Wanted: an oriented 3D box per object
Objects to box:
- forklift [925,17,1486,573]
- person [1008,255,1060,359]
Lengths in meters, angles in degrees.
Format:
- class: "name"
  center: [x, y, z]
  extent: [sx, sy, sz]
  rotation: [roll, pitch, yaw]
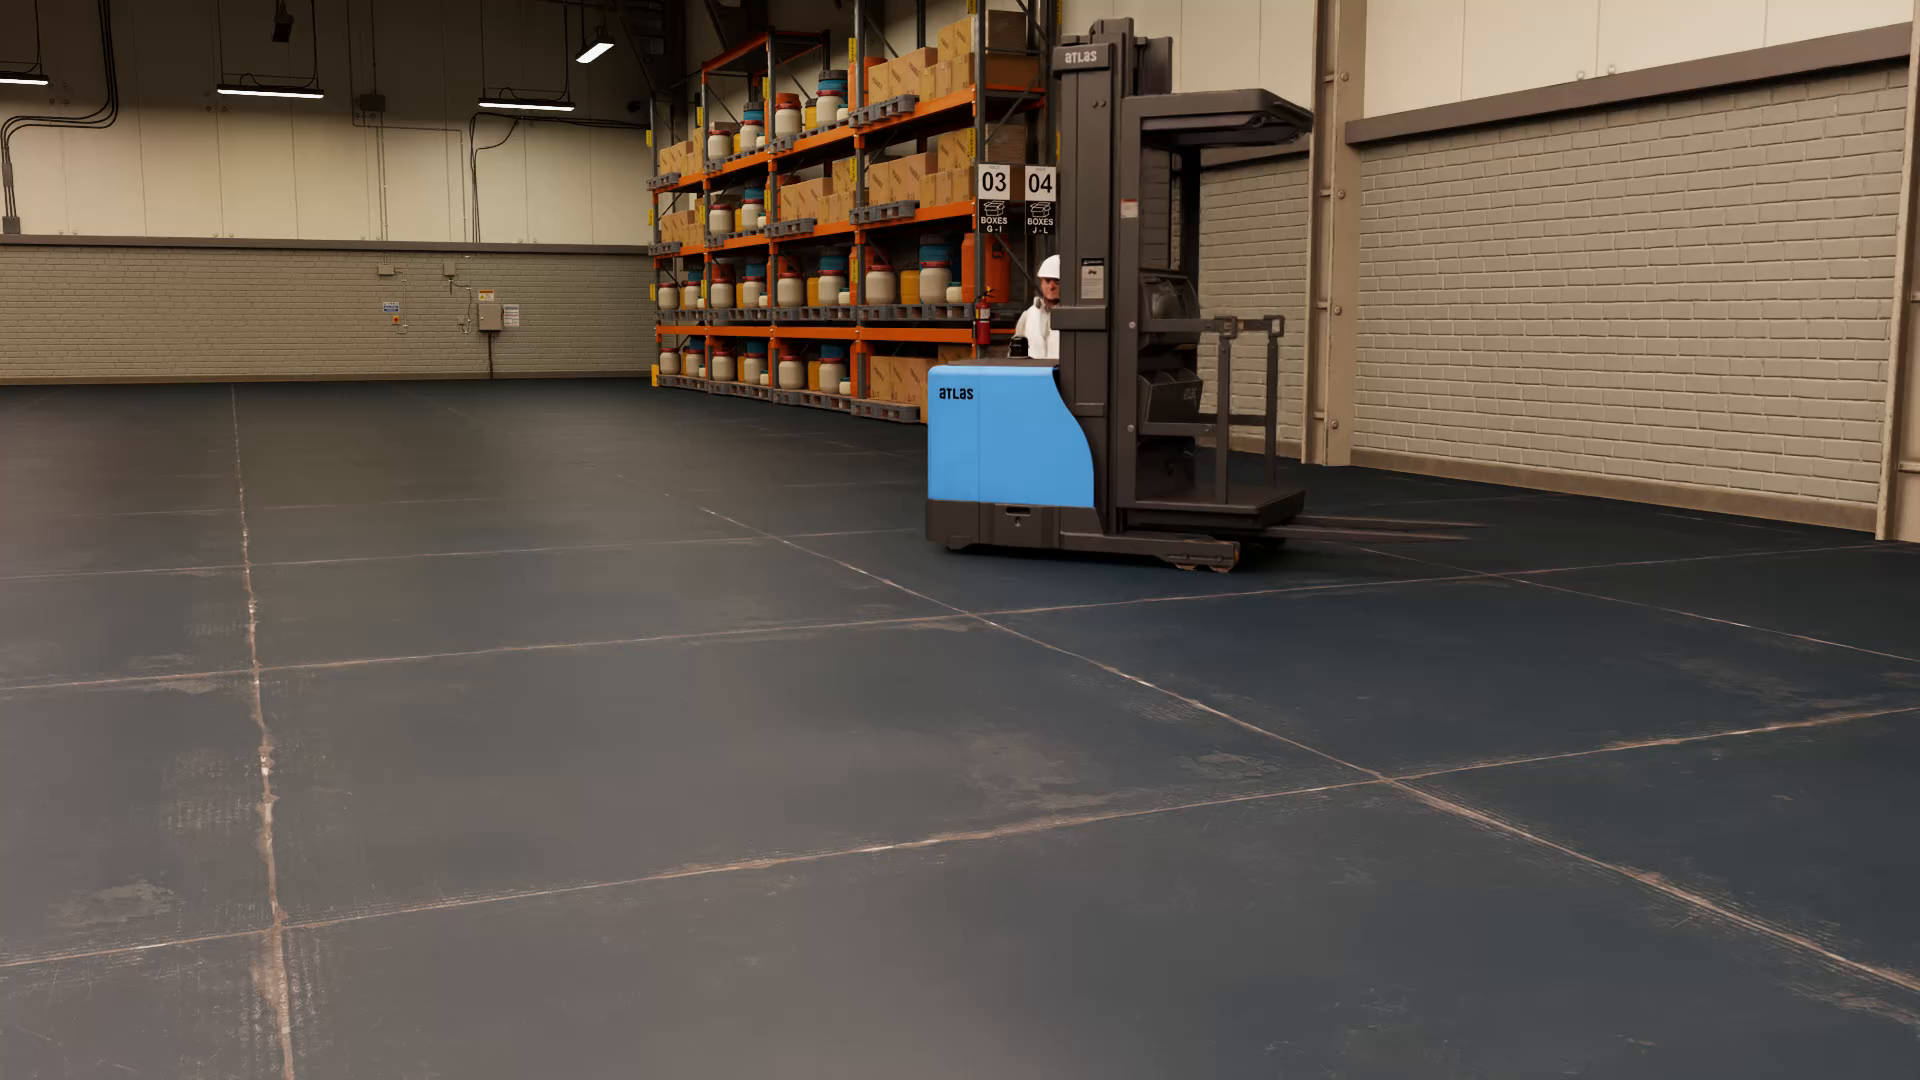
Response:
- class: "forklift"
  center: [1.359, -1.358, 9.243]
  extent: [3.031, 2.935, 1.130]
  rotation: [4, 8, 25]
- class: "person"
  center: [0.614, -0.952, 10.735]
  extent: [0.770, 1.743, 0.407]
  rotation: [3, 8, 21]
